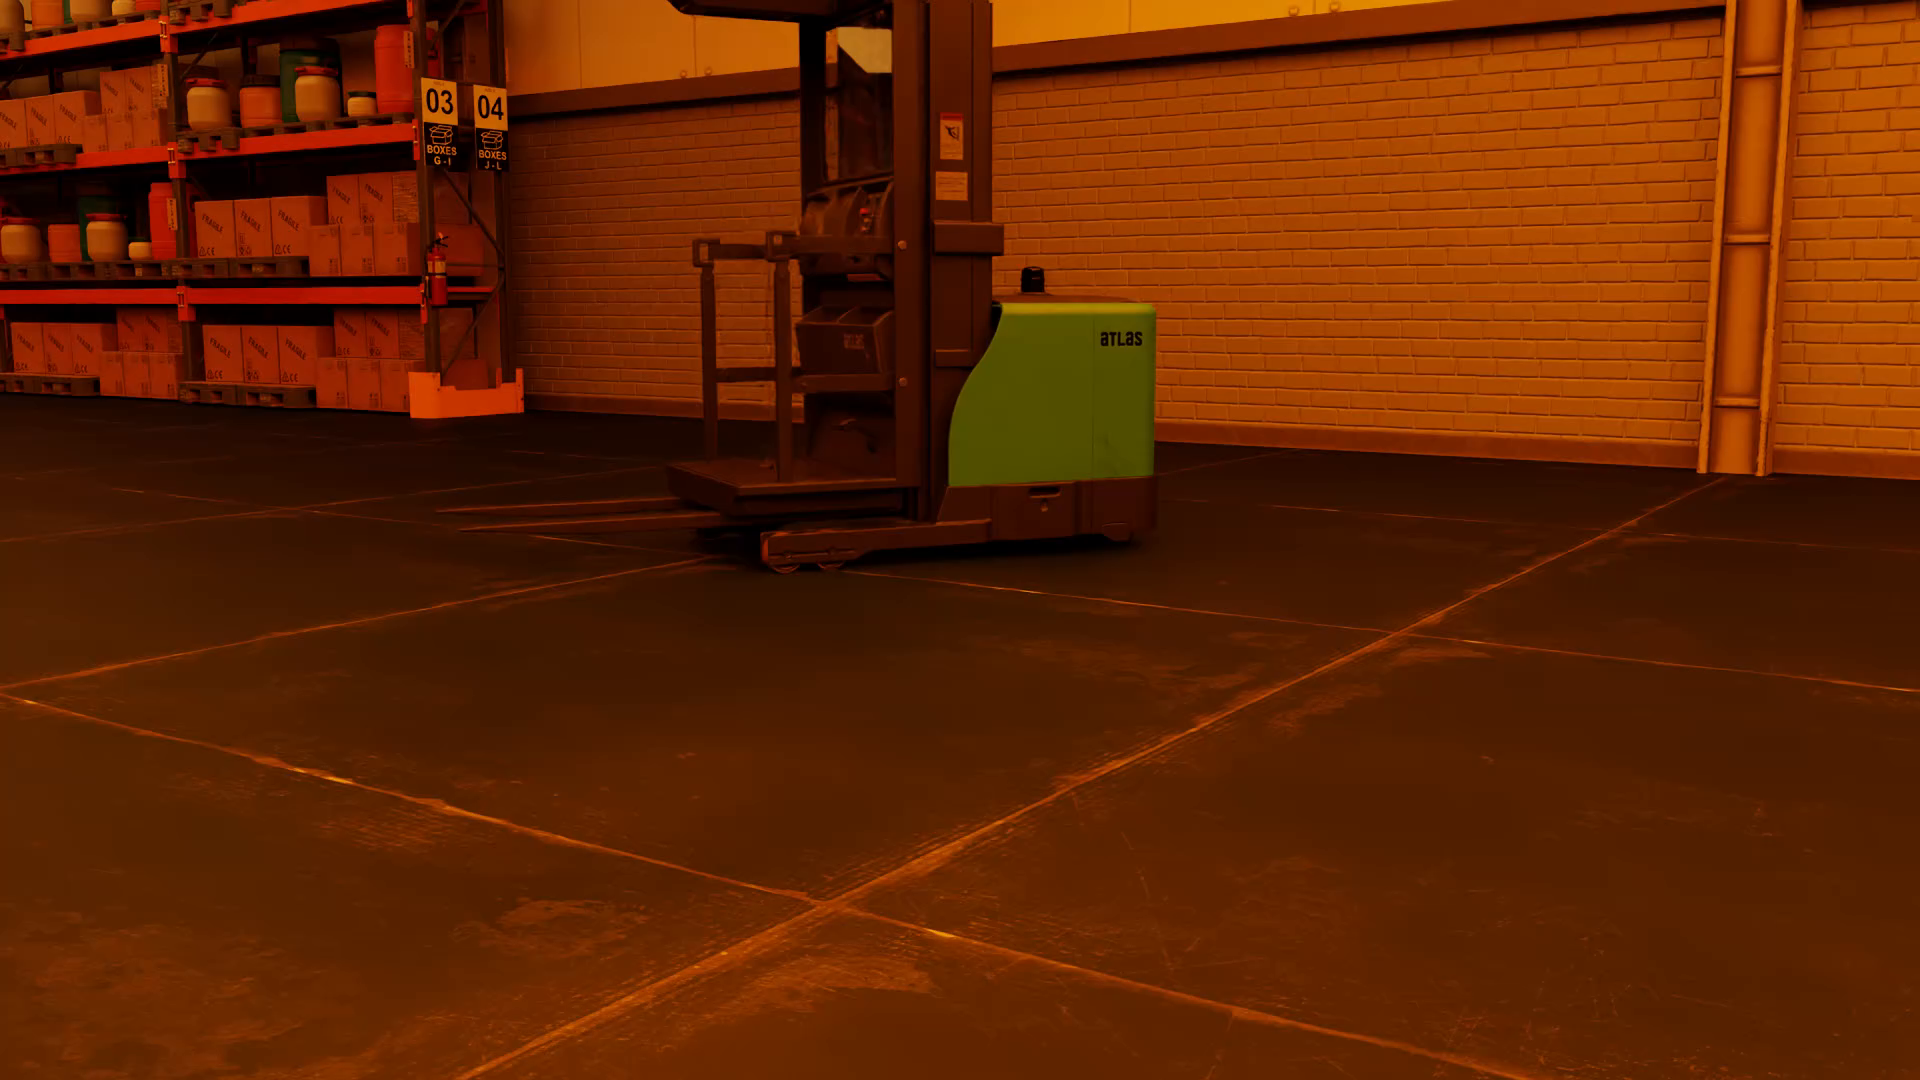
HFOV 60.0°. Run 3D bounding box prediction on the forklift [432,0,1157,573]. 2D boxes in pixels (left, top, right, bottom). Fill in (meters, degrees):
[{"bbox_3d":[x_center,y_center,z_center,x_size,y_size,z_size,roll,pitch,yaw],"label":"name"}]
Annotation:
[{"bbox_3d":[-0.676,-1.403,7.056,3.031,2.935,1.130,-4,9,-25],"label":"forklift"}]
